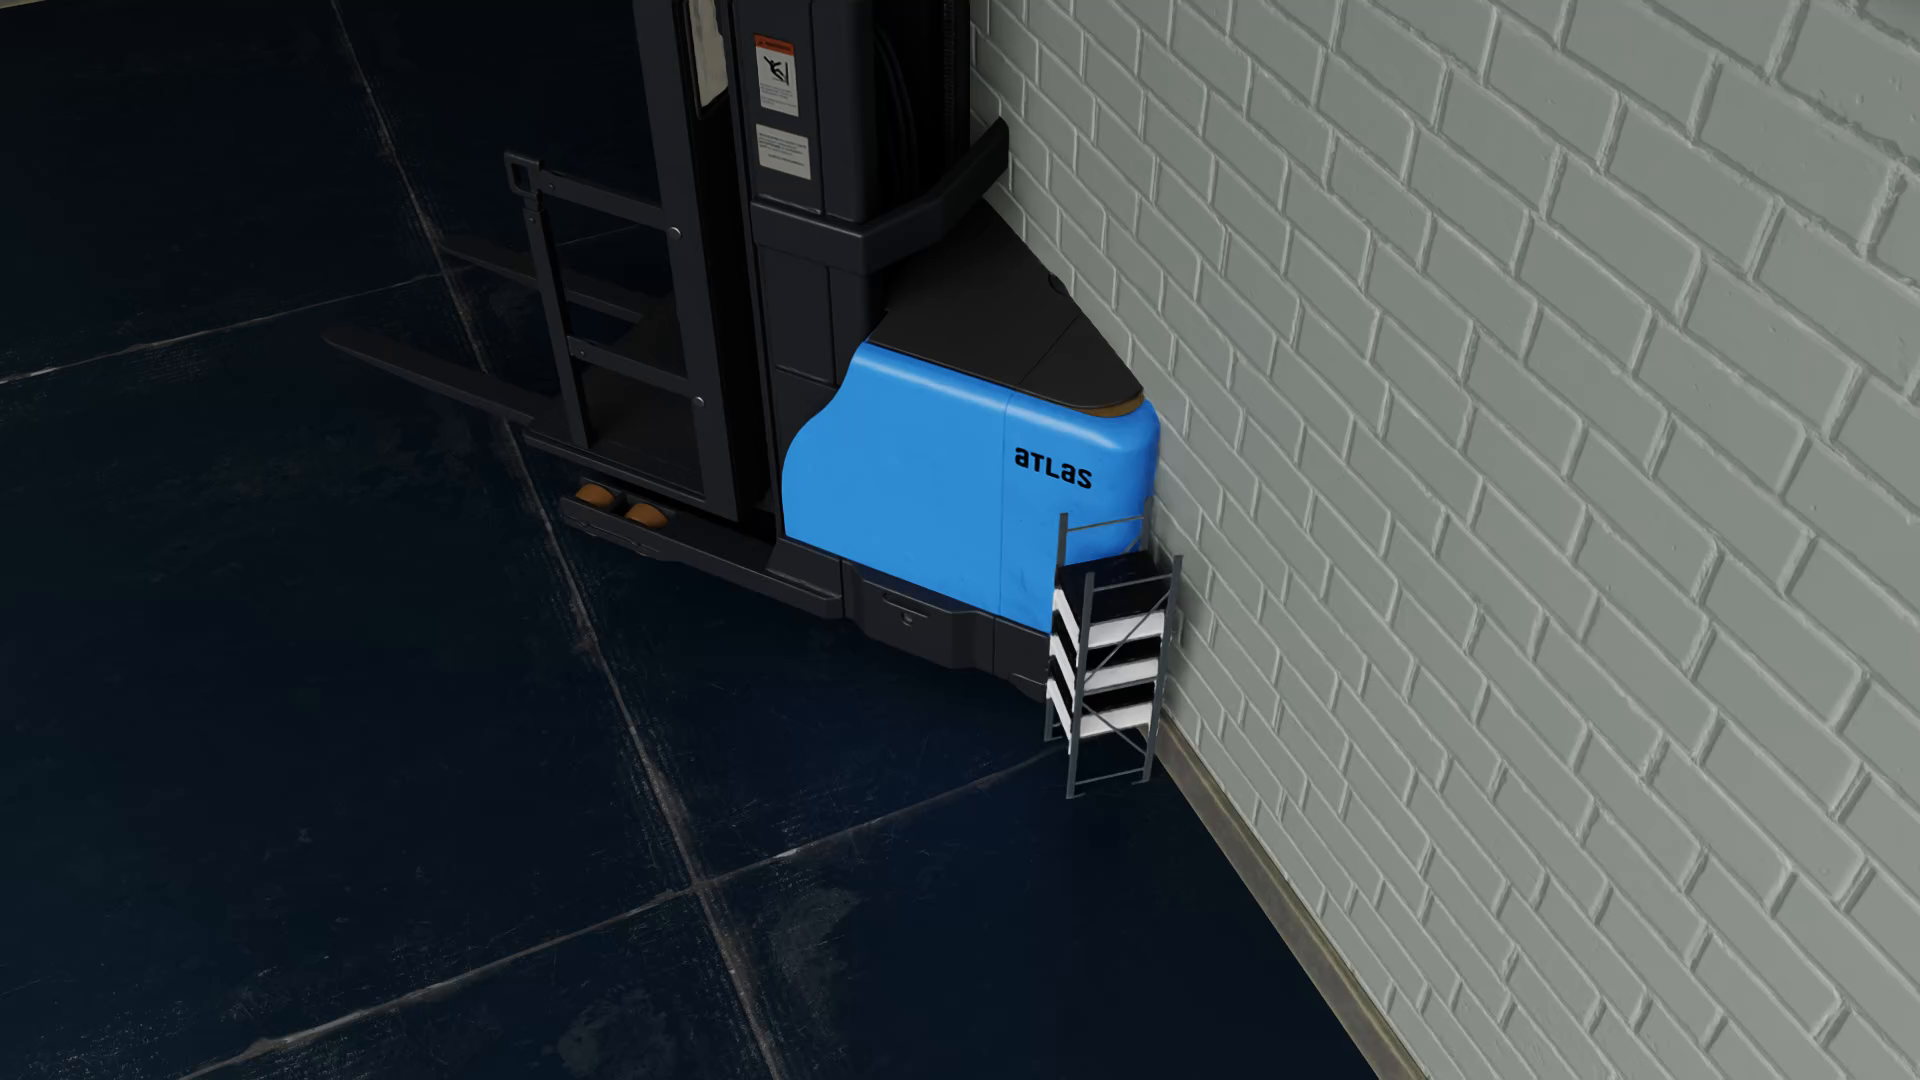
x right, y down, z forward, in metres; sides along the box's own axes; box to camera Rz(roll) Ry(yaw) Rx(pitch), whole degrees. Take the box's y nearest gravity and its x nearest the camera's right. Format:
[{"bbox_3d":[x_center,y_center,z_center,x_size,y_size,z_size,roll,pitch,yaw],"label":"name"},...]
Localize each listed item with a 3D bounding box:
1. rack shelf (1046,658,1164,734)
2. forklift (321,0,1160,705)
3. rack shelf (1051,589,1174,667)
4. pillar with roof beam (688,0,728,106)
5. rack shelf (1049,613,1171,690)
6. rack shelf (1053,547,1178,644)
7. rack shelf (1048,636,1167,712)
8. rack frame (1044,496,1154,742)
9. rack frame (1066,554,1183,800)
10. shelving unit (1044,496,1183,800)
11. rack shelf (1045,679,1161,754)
[{"bbox_3d":[0.381,0.386,4.390,0.258,0.077,0.200,-11,47,-11],"label":"rack shelf"},{"bbox_3d":[-0.673,-1.300,4.481,3.031,2.935,1.130,20,48,19],"label":"forklift"},{"bbox_3d":[0.383,0.198,4.196,0.258,0.077,0.200,-11,47,-11],"label":"rack shelf"},{"bbox_3d":[-4.777,-3.288,2.175,9.100,9.000,0.400,-18,47,-17],"label":"pillar with roof beam"},{"bbox_3d":[0.382,0.261,4.261,0.258,0.077,0.200,-11,47,-11],"label":"rack shelf"},{"bbox_3d":[0.383,0.135,4.132,0.258,0.077,0.200,-11,47,-11],"label":"rack shelf"},{"bbox_3d":[0.382,0.323,4.326,0.258,0.077,0.200,-11,47,-11],"label":"rack shelf"},{"bbox_3d":[0.356,0.230,4.370,0.240,0.900,0.006,-11,47,-11],"label":"rack frame"},{"bbox_3d":[0.408,0.371,4.233,0.240,0.900,0.006,-11,47,-11],"label":"rack frame"},{"bbox_3d":[0.382,0.300,4.302,0.258,0.900,0.210,-11,47,-11],"label":"shelving unit"},{"bbox_3d":[0.381,0.449,4.455,0.258,0.077,0.200,-11,47,-11],"label":"rack shelf"}]
